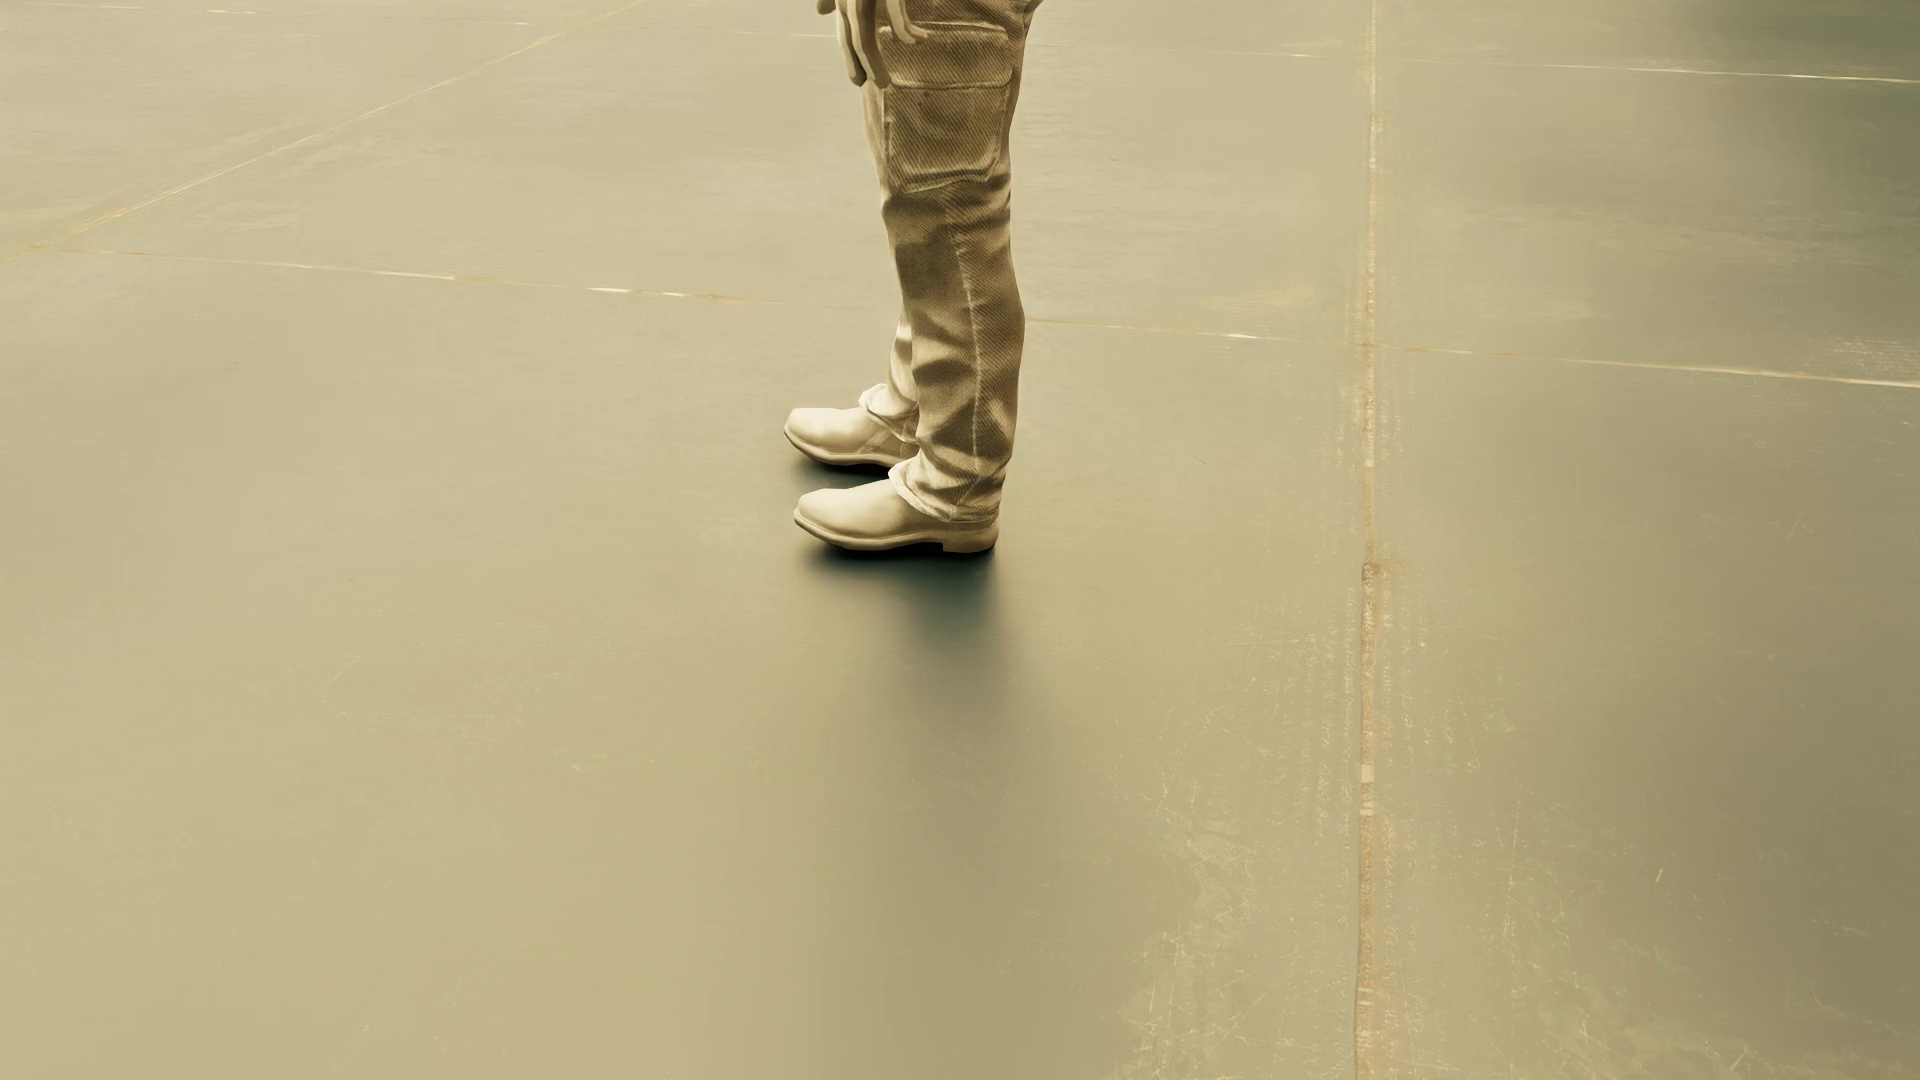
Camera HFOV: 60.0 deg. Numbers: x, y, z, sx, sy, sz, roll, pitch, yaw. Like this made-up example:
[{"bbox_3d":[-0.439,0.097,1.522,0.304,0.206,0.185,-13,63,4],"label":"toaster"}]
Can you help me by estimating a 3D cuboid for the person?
[{"bbox_3d":[-0.068,-0.814,2.117,0.577,1.782,0.656,6,27,11],"label":"person"}]
